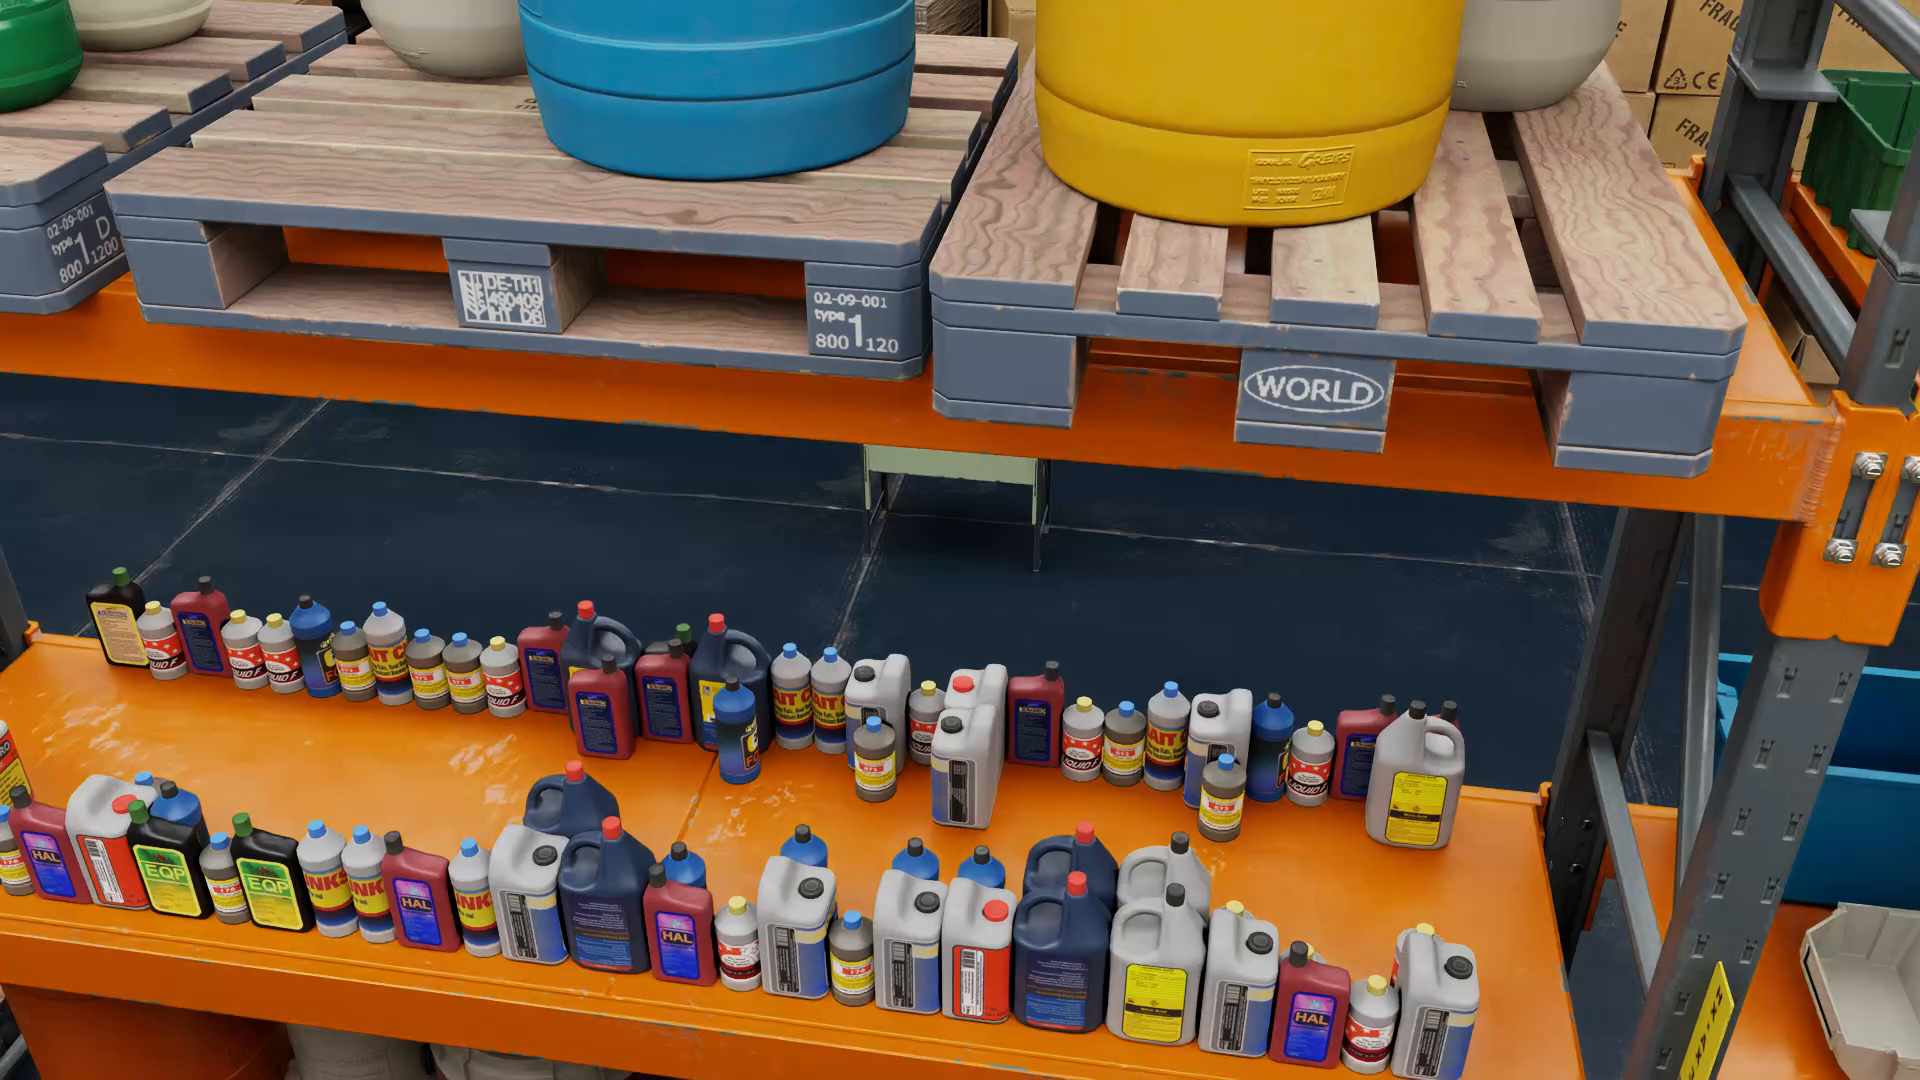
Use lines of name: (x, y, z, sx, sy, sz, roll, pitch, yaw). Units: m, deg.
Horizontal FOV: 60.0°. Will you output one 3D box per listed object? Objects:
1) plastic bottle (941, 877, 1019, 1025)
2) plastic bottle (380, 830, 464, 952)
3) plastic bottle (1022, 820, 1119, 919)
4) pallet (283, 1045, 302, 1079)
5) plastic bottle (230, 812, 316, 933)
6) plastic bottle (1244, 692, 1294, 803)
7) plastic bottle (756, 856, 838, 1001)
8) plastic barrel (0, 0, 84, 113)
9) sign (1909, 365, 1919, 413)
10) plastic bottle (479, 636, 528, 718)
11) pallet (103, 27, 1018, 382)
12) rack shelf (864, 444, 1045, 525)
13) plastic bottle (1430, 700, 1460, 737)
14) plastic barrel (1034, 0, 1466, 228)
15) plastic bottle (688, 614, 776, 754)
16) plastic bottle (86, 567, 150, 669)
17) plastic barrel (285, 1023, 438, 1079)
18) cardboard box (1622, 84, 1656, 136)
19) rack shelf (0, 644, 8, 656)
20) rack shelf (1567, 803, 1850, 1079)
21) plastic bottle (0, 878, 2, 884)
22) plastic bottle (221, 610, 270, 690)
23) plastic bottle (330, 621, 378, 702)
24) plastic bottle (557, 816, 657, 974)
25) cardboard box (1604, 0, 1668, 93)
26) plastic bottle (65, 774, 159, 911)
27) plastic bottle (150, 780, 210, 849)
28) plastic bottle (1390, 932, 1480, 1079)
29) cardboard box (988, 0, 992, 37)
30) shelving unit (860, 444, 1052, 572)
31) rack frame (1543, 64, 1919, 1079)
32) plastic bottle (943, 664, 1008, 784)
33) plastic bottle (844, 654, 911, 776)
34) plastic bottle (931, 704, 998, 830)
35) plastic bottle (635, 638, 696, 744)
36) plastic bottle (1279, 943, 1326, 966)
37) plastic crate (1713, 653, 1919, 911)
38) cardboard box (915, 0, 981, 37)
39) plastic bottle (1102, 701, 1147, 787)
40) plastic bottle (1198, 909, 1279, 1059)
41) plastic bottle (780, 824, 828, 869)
plastic bottle: (0.041, 0.796, 3.267, 0.135, 0.276, 0.152, 5, 32, 8)
plastic bottle: (-1.099, 0.715, 3.391, 0.133, 0.283, 0.061, 5, 32, 8)
plastic bottle: (0.222, 0.706, 3.342, 0.185, 0.351, 0.144, 5, 32, 8)
pallet: (-1.818, 1.561, 4.557, 1.213, 0.211, 1.003, 5, 32, 8)
plastic bottle: (-1.422, 0.685, 3.438, 0.133, 0.283, 0.061, 5, 32, 8)
plastic bottle: (0.707, 0.465, 3.801, 0.097, 0.271, 0.097, 0, 32, 0)
plastic bottle: (-0.321, 0.764, 3.320, 0.135, 0.276, 0.152, 5, 32, 8)
plastic barrel: (-1.596, -0.838, 2.686, 0.294, 0.245, 0.294, 0, 32, 0)
sign: (1.246, -0.300, 2.067, 0.005, 0.325, 0.100, 5, 32, 8)
plastic bottle: (-1.122, 0.329, 4.085, 0.097, 0.201, 0.097, 0, 32, 0)
pallet: (-0.567, -0.622, 2.768, 1.213, 0.211, 1.003, 5, 32, 8)
rack shelf: (-0.007, -0.360, 7.026, 0.720, 0.370, 0.431, 5, 32, 8)
plastic bottle: (1.051, 0.481, 3.764, 0.133, 0.283, 0.061, 5, 32, 8)
plastic barrel: (0.407, -0.817, 2.328, 0.600, 0.588, 0.600, 0, 32, 0)
plastic bottle: (-0.541, 0.331, 3.941, 0.185, 0.351, 0.144, 5, 32, 8)
plastic bottle: (-2.132, 0.193, 4.225, 0.133, 0.283, 0.061, 5, 32, 8)
plastic barrel: (-1.545, 1.245, 4.382, 0.421, 0.512, 0.421, 0, 32, 0)
cardboard box: (2.634, -1.757, 7.136, 0.500, 0.500, 0.500, 6, 33, 9)
rack shelf: (-4.574, 0.457, 4.371, 4.000, 0.370, 1.077, 5, 32, 8)
rack shelf: (3.312, 1.171, 3.230, 4.000, 0.370, 1.077, 5, 32, 8)
plastic bottle: (-2.120, 0.617, 3.558, 0.097, 0.271, 0.097, 0, 32, 0)
plastic bottle: (-1.794, 0.268, 4.182, 0.097, 0.201, 0.097, 0, 32, 0)
plastic bottle: (-1.506, 0.294, 4.140, 0.097, 0.201, 0.097, 0, 32, 0)
plastic bottle: (-0.706, 0.699, 3.352, 0.185, 0.351, 0.144, 5, 32, 8)
cardboard box: (2.595, -2.180, 6.869, 0.500, 0.500, 0.500, 6, 33, 9)
plastic bottle: (-1.774, 0.632, 3.530, 0.135, 0.276, 0.152, 5, 32, 8)
plastic bottle: (-1.654, 0.627, 3.543, 0.097, 0.271, 0.097, 0, 32, 0)
plastic bottle: (0.898, 0.874, 3.143, 0.135, 0.276, 0.152, 5, 32, 8)
cardboard box: (0.630, -3.902, 12.287, 0.750, 0.750, 0.750, 5, 32, 8)
shelving unit: (-0.007, -0.636, 6.853, 0.755, 1.500, 0.431, 5, 32, 8)
rack frame: (1.341, 0.688, 3.324, 0.127, 3.000, 1.000, 5, 32, 8)
plastic bottle: (0.036, 0.417, 3.874, 0.135, 0.276, 0.152, 5, 32, 8)
plastic bottle: (-0.193, 0.396, 3.907, 0.135, 0.276, 0.152, 5, 32, 8)
plastic bottle: (0.010, 0.496, 3.747, 0.135, 0.276, 0.152, 5, 32, 8)
plastic bottle: (-0.702, 0.355, 3.965, 0.133, 0.283, 0.061, 5, 32, 8)
plastic bottle: (0.658, 0.866, 3.227, 0.097, 0.201, 0.097, 0, 32, 0)
plastic crate: (1.858, 0.532, 3.531, 0.575, 0.384, 0.392, 5, 32, 8)
cardboard box: (-0.256, -2.301, 7.610, 0.500, 0.500, 0.700, 11, 34, 17)
plastic bottle: (0.382, 0.465, 3.867, 0.097, 0.201, 0.097, 0, 32, 0)
plastic bottle: (0.538, 0.841, 3.196, 0.135, 0.276, 0.152, 5, 32, 8)
plastic bottle: (-0.318, 0.699, 3.428, 0.097, 0.271, 0.097, 0, 32, 0)
